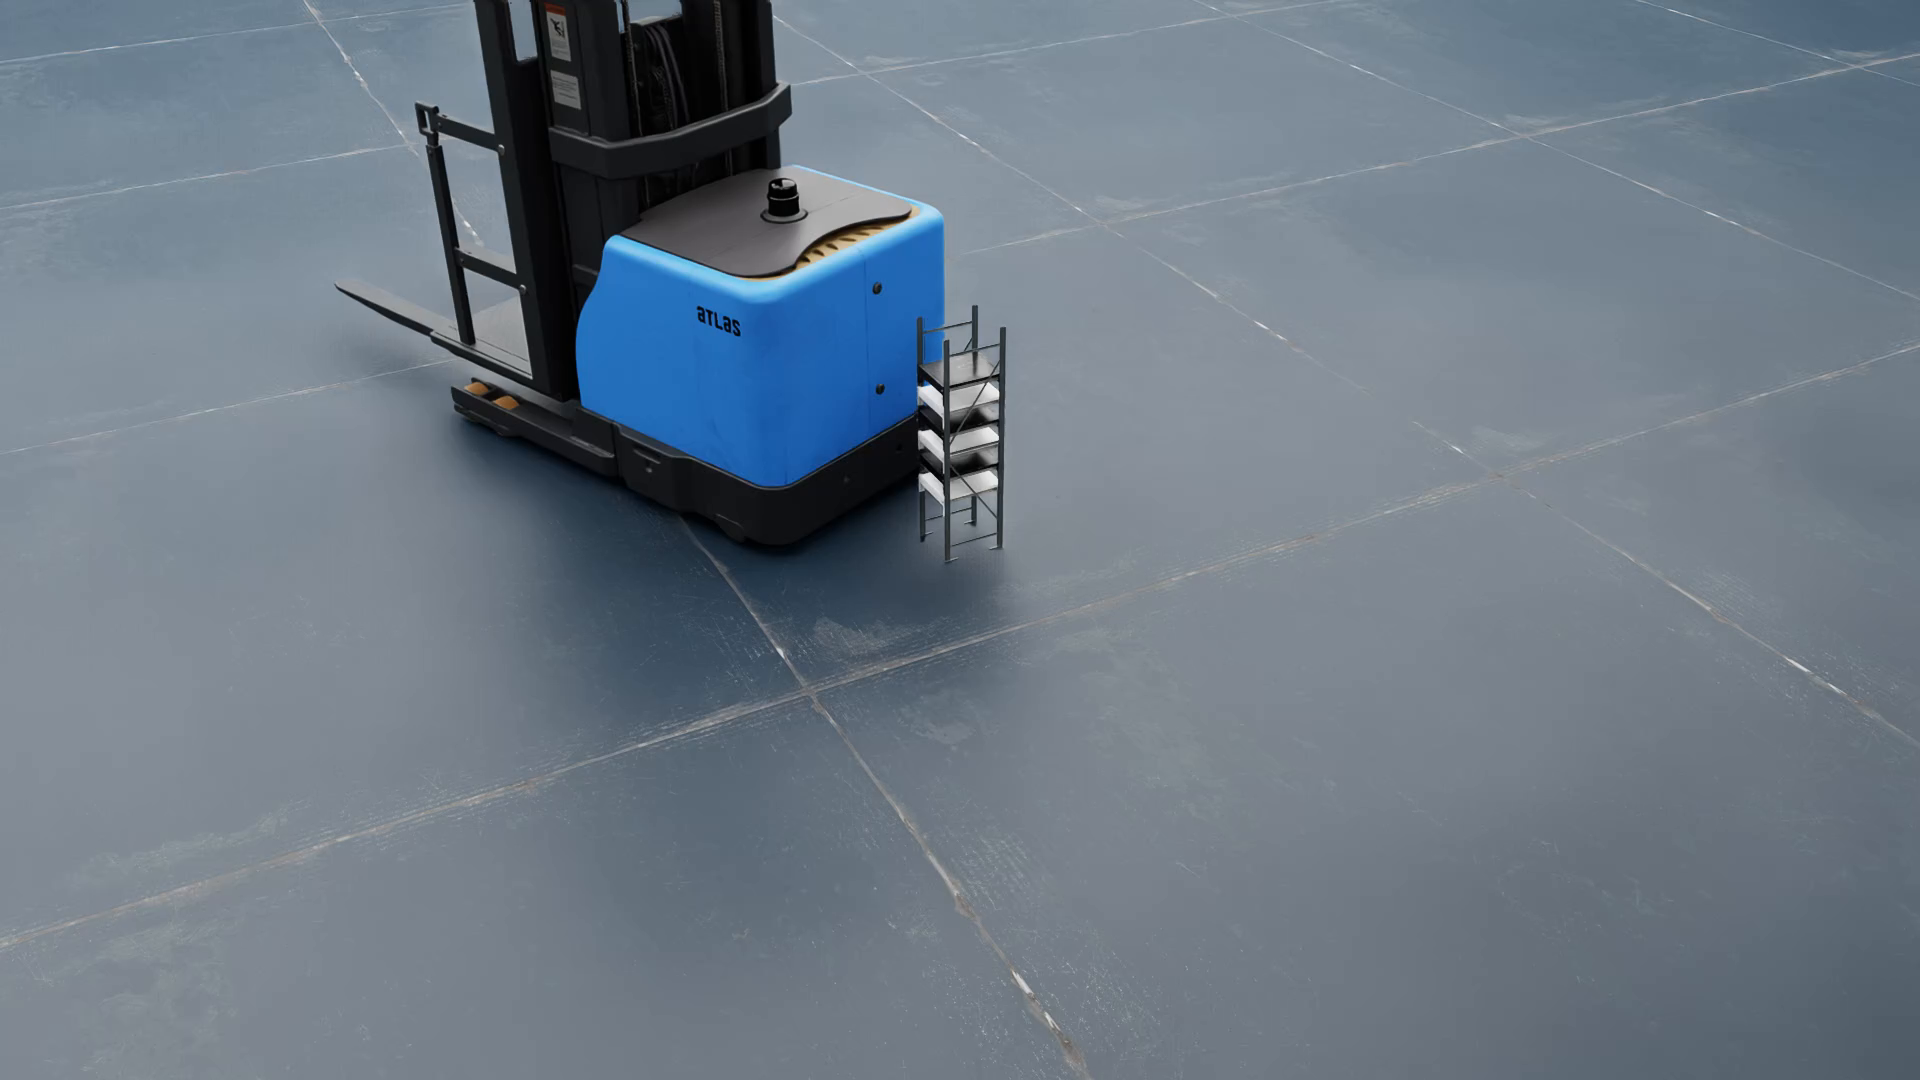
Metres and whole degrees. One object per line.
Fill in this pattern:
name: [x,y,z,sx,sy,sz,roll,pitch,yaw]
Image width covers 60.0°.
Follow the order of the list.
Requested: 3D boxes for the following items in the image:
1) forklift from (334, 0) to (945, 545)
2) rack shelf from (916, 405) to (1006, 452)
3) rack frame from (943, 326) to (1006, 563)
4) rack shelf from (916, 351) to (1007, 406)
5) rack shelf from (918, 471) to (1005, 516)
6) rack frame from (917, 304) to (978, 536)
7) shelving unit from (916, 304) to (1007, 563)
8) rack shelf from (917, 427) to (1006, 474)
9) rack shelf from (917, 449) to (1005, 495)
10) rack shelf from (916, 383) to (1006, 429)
forklift: [-1.508,-1.862,6.440,3.031,2.935,1.130,23,39,32]
rack shelf: [0.004,-0.423,5.971,0.258,0.077,0.200,-16,36,-23]
rack frame: [0.051,-0.327,5.925,0.240,0.900,0.006,-16,36,-23]
rack shelf: [0.004,-0.574,5.874,0.258,0.077,0.200,-16,36,-23]
rack shelf: [0.004,-0.195,6.116,0.258,0.077,0.200,-16,36,-23]
rack frame: [-0.044,-0.424,6.077,0.240,0.900,0.006,-16,36,-23]
shelving unit: [0.004,-0.375,6.001,0.258,0.900,0.210,-16,36,-23]
rack shelf: [0.004,-0.347,6.019,0.258,0.077,0.200,-16,36,-23]
rack shelf: [0.004,-0.271,6.068,0.258,0.077,0.200,-16,36,-23]
rack shelf: [0.004,-0.499,5.922,0.258,0.077,0.200,-16,36,-23]
